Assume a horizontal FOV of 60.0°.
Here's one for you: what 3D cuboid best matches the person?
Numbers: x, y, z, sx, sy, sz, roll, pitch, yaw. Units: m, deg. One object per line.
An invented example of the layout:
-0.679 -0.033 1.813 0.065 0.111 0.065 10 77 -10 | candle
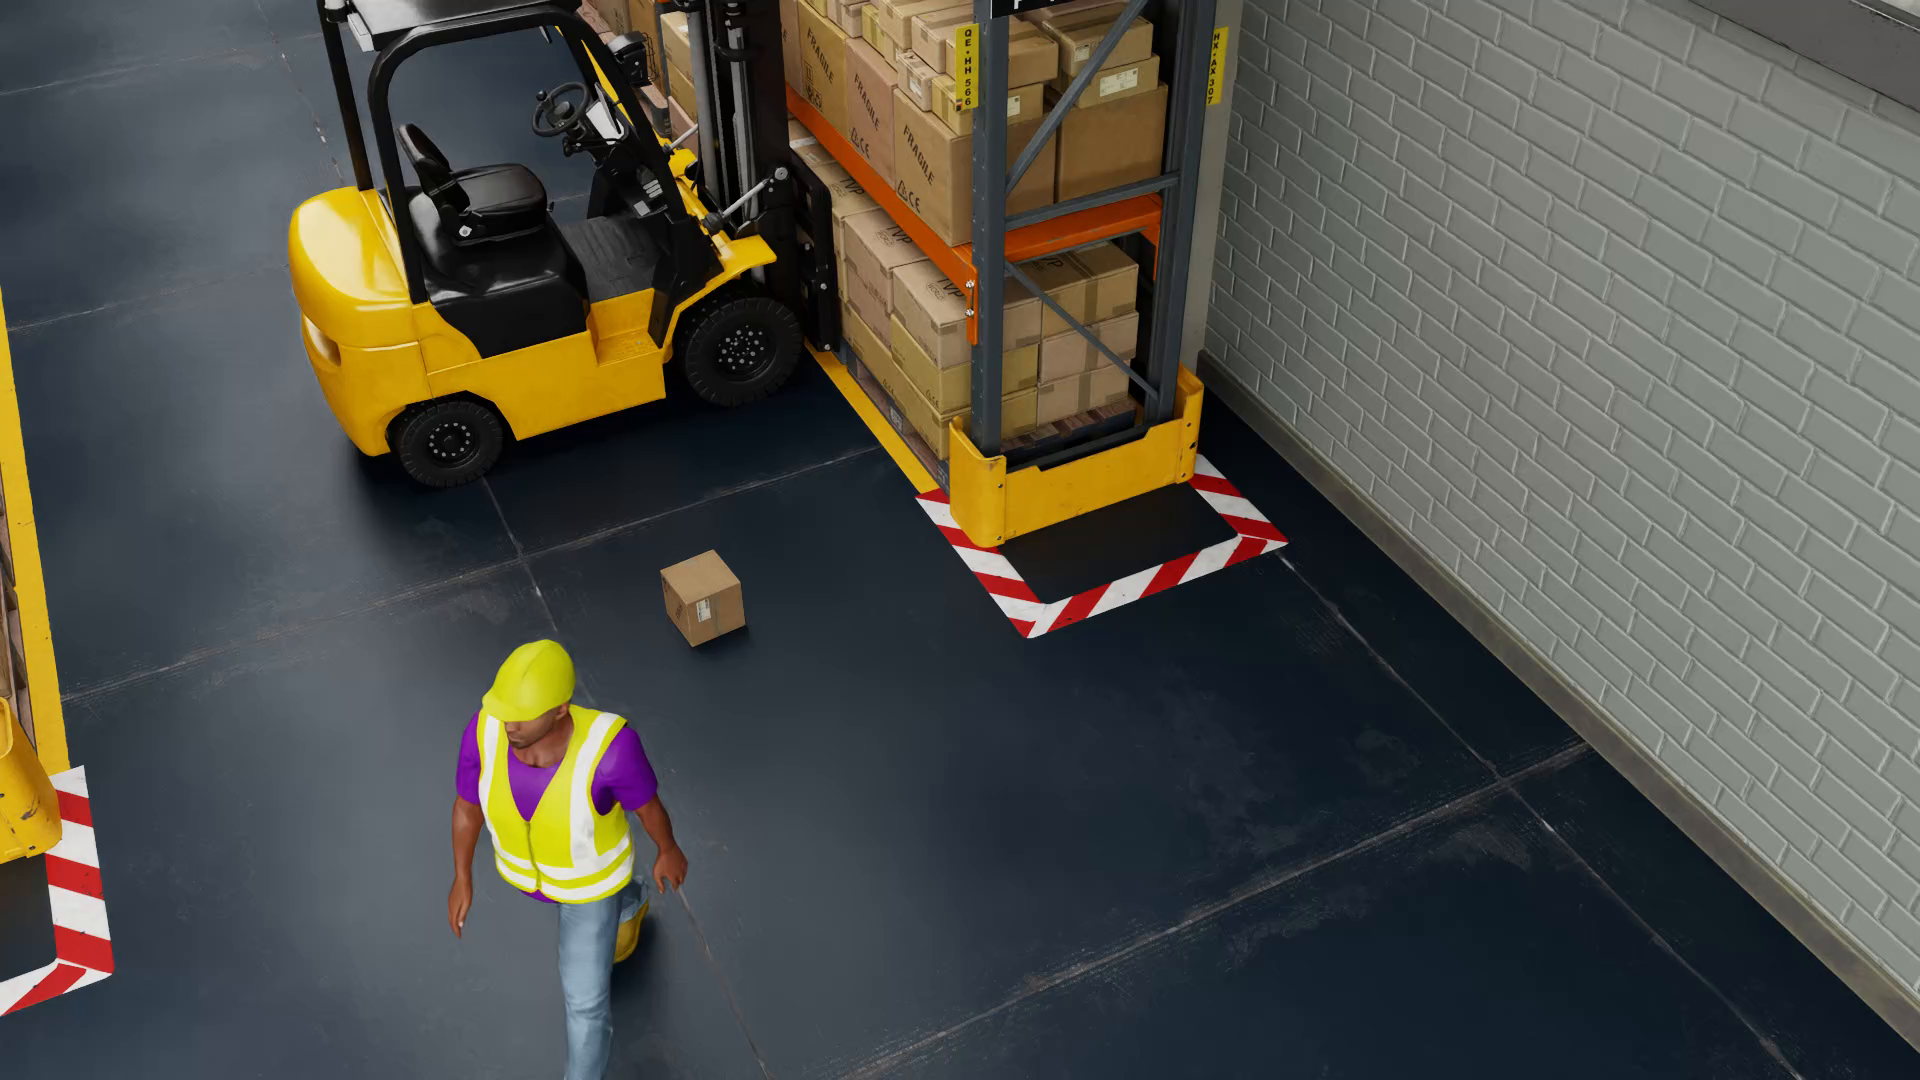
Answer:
-1.214 1.008 4.978 0.437 1.710 1.066 13 43 14 | person
